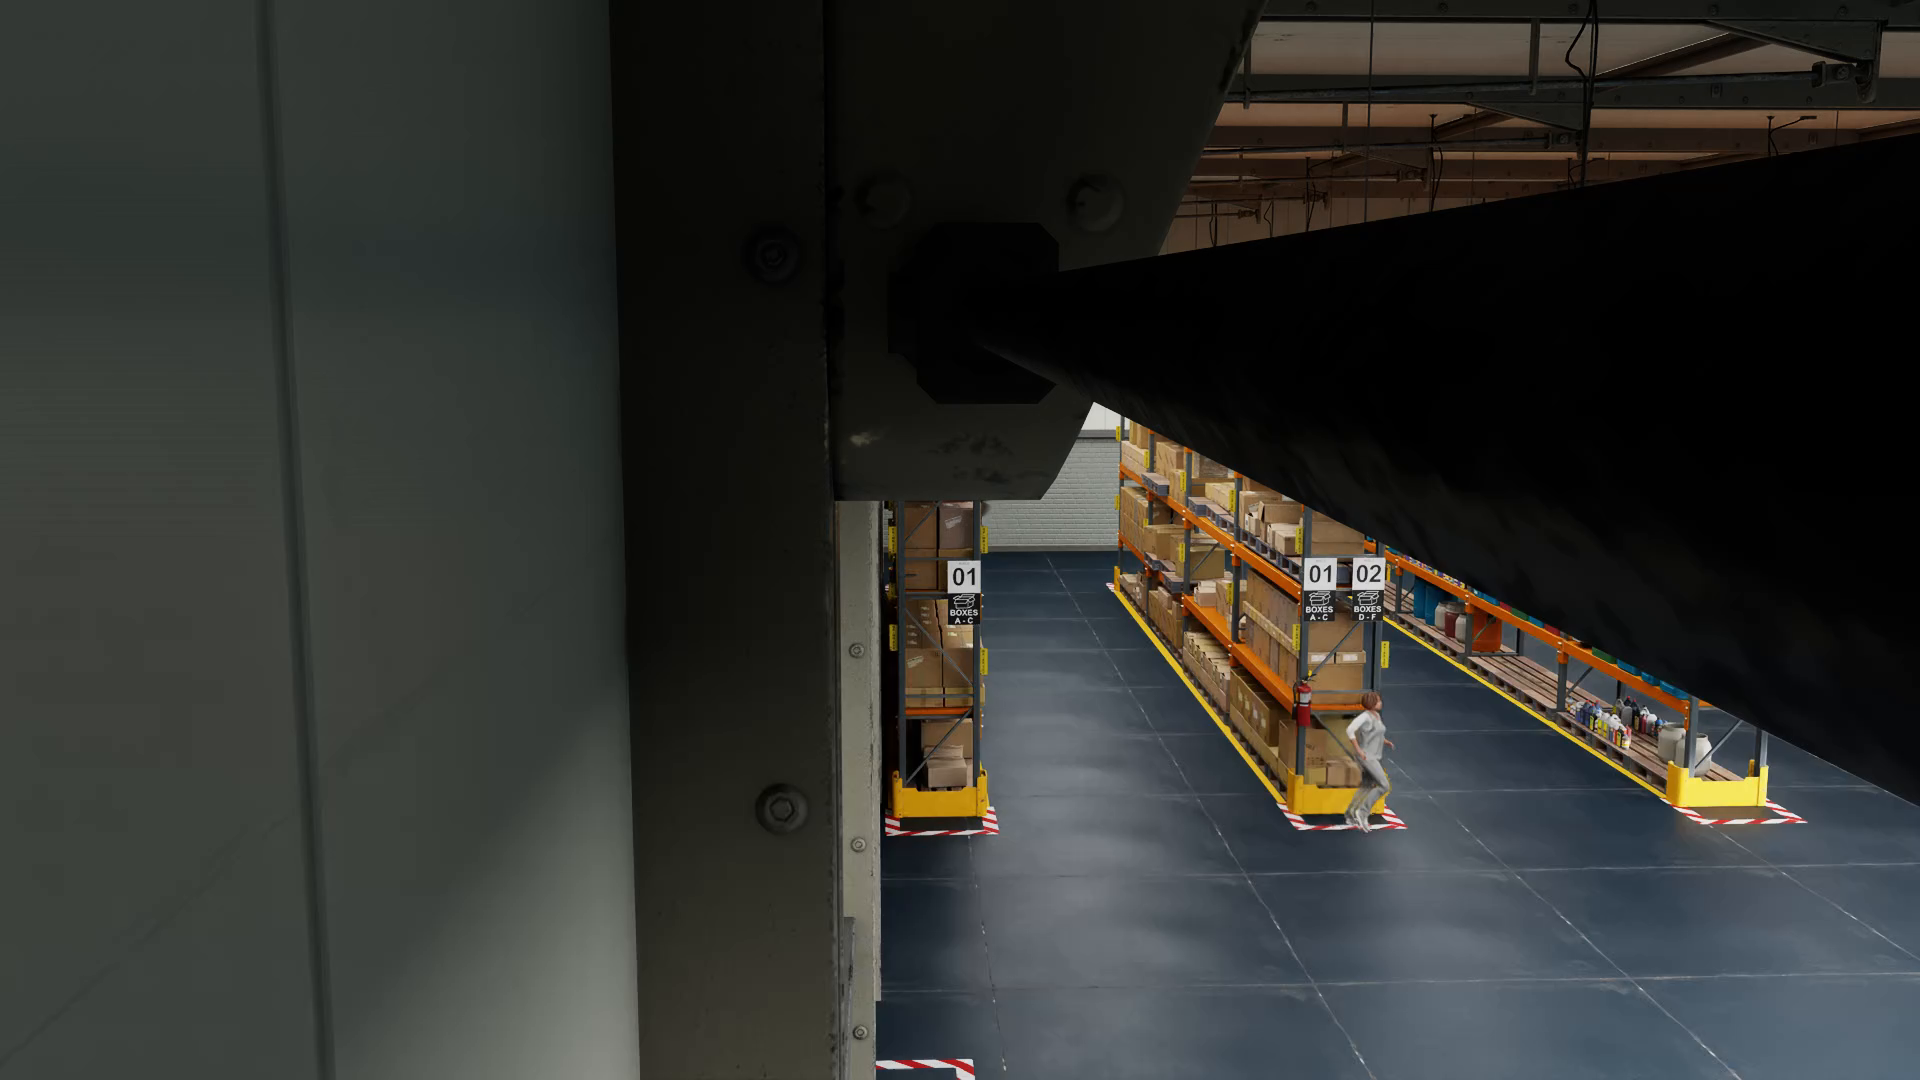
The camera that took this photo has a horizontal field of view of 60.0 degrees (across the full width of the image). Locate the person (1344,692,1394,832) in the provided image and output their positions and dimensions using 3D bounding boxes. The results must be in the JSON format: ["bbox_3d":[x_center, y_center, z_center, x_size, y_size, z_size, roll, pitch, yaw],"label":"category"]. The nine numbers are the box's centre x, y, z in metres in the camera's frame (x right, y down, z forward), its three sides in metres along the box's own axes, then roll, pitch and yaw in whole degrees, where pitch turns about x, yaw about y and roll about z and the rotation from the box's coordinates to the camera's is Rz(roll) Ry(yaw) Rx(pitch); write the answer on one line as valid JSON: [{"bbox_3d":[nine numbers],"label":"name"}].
[{"bbox_3d":[4.723,2.550,19.159,0.532,1.585,0.555,3,9,21],"label":"person"}]
